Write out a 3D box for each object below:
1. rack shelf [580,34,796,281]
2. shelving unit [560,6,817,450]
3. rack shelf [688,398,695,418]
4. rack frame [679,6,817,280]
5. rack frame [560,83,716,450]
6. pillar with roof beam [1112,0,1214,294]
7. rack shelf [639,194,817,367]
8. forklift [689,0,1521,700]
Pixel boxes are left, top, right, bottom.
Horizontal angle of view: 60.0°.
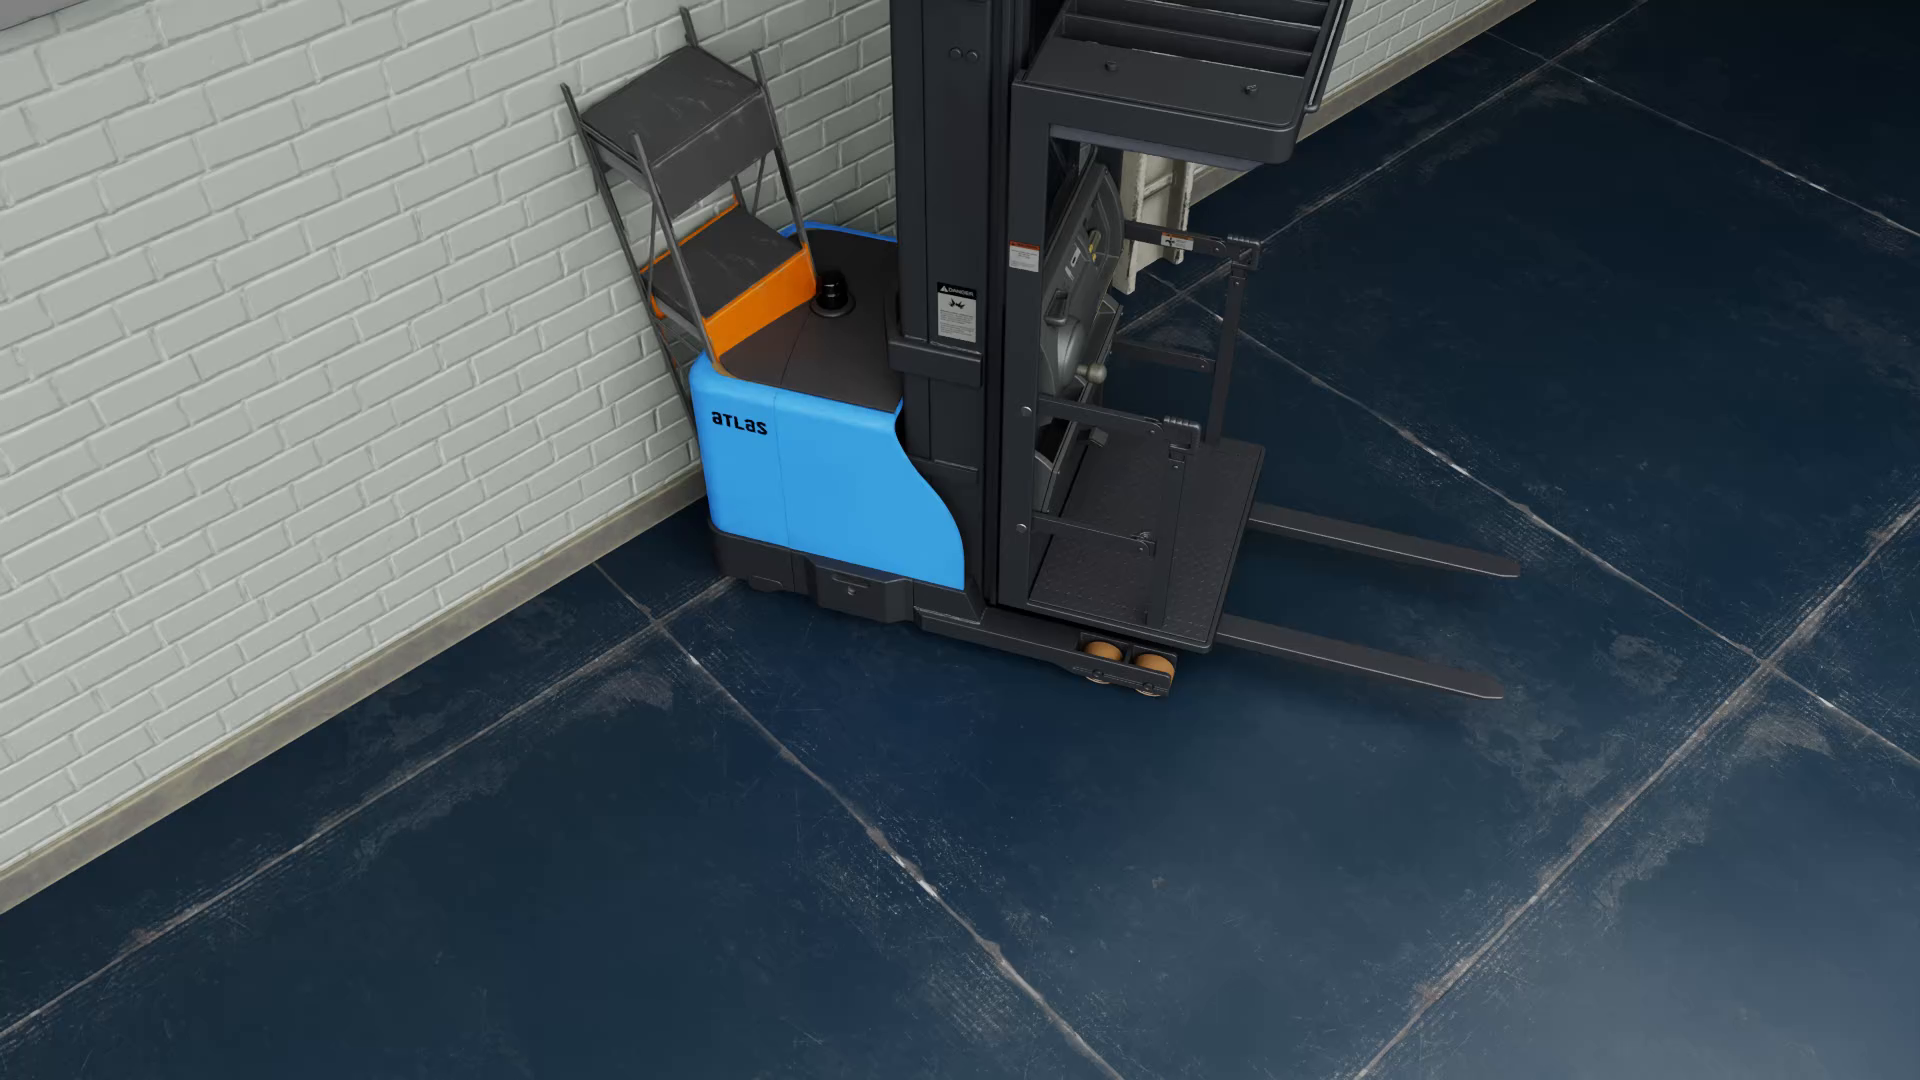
[{"bbox_3d":[-0.906,-1.271,5.534,0.480,0.518,0.431,-40,58,-20],"label":"rack shelf"},{"bbox_3d":[-0.824,-0.865,6.081,0.503,2.100,0.431,-40,58,-20],"label":"shelving unit"},{"bbox_3d":[-0.740,-0.443,6.650,0.480,0.518,0.431,-40,58,-20],"label":"rack shelf"},{"bbox_3d":[-0.650,-1.014,6.165,0.015,2.100,0.400,-40,58,-20],"label":"rack frame"},{"bbox_3d":[-0.998,-0.716,5.996,0.015,2.100,0.400,-40,58,-20],"label":"rack frame"},{"bbox_3d":[3.723,-2.043,2.512,0.400,9.000,9.100,-34,56,-27],"label":"pillar with roof beam"},{"bbox_3d":[-0.823,-0.857,6.092,0.480,0.518,0.431,-40,58,-20],"label":"rack shelf"},{"bbox_3d":[0.600,-0.852,5.542,3.031,2.935,1.130,13,49,12],"label":"forklift"}]
